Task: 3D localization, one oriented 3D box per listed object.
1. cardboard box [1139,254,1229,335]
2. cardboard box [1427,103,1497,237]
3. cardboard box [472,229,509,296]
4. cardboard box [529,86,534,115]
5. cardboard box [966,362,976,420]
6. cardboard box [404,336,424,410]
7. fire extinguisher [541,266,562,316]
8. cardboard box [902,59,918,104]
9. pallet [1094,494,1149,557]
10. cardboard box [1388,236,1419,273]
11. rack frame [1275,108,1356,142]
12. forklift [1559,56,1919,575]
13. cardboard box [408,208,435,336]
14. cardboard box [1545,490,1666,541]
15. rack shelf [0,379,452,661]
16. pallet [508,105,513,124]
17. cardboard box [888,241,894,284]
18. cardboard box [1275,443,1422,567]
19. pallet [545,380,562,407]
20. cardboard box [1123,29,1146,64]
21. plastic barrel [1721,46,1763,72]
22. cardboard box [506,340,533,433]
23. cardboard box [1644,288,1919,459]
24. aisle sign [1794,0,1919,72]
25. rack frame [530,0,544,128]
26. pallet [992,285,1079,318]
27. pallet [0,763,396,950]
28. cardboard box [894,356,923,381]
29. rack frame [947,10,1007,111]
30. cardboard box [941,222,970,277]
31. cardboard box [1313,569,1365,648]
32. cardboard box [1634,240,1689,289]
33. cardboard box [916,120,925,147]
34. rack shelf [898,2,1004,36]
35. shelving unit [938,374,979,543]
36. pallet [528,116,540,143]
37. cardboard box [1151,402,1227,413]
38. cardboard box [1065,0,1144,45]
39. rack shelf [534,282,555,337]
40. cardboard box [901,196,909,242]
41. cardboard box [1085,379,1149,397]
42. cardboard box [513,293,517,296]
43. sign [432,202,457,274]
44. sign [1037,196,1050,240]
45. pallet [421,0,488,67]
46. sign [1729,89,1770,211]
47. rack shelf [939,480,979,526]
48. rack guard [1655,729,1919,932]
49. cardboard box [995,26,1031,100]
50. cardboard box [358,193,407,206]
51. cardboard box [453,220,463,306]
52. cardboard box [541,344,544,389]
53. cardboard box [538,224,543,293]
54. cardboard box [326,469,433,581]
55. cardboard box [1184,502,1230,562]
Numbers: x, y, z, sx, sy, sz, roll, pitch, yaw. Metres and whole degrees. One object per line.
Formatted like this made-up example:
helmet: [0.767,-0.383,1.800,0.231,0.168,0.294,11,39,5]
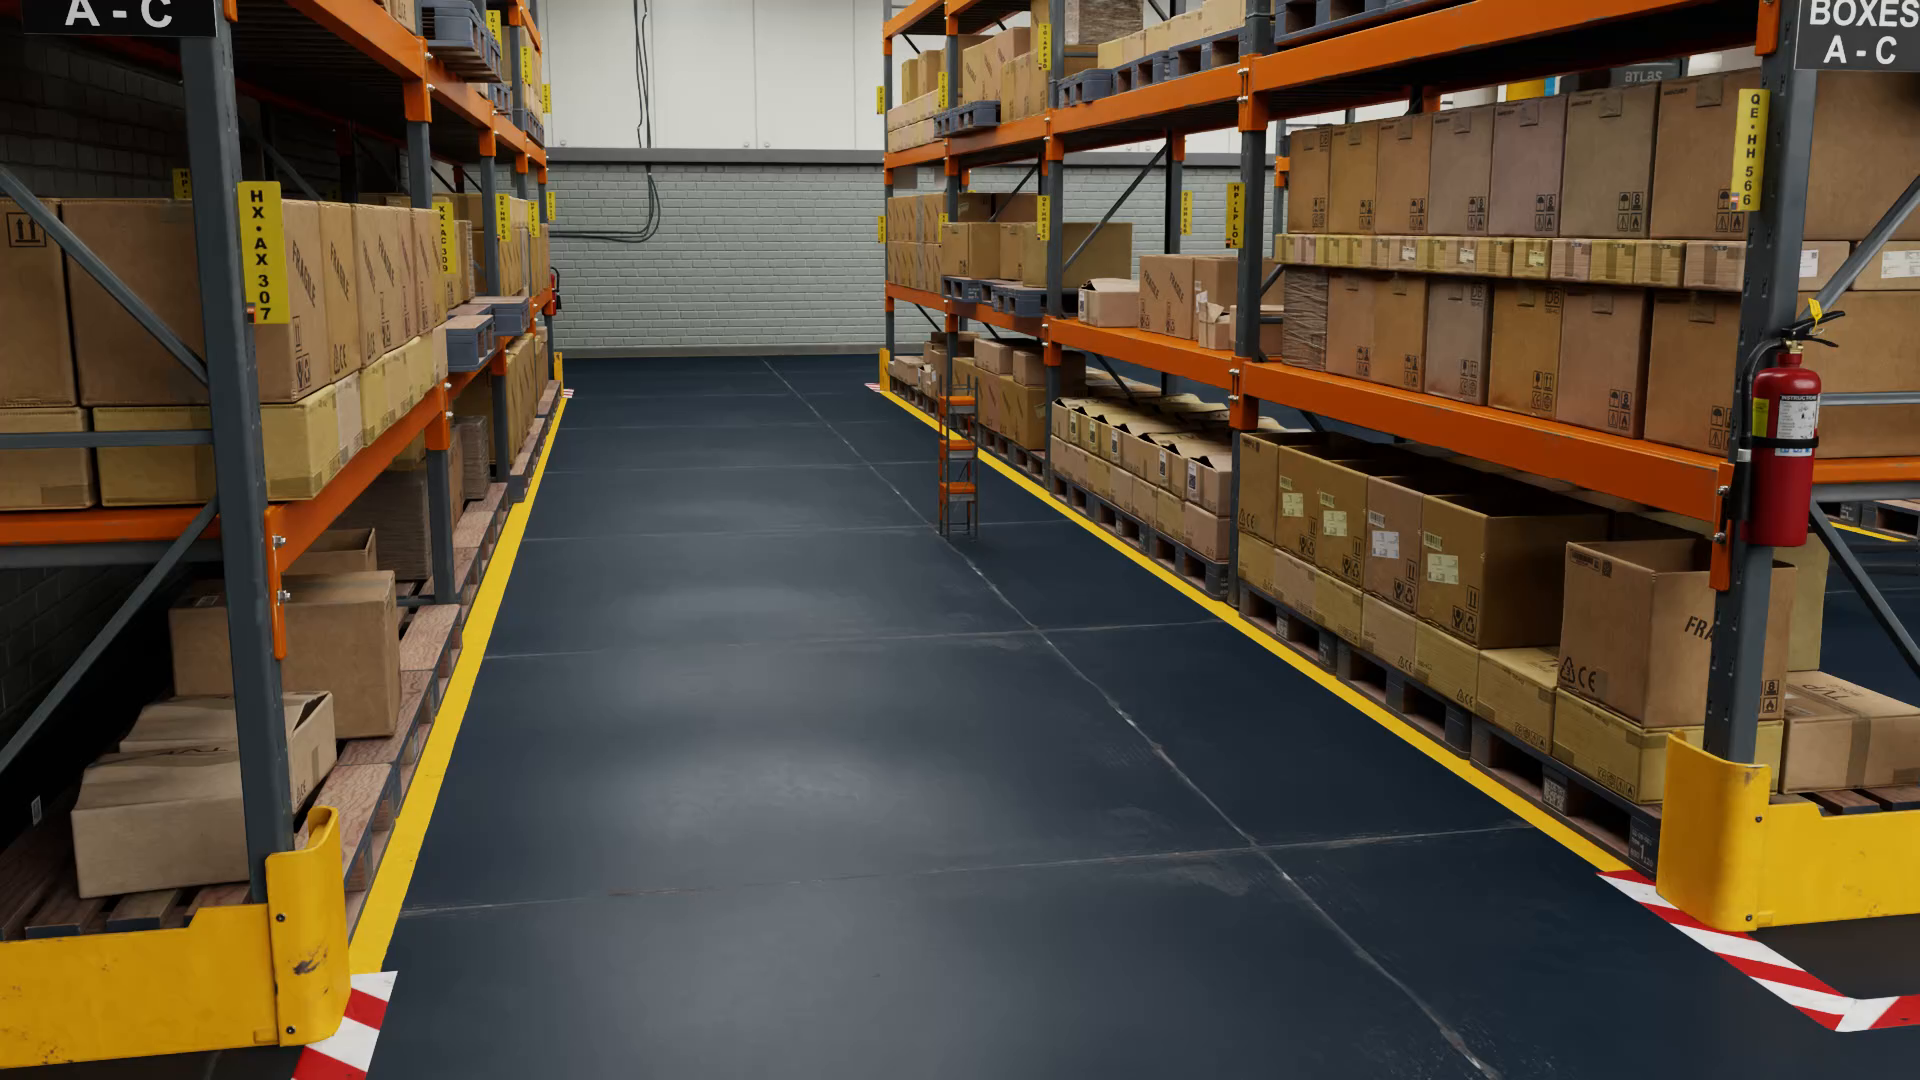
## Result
cardboard box: [1.493,-1.611,10.873,0.500,0.500,0.500,-3,11,-14]
cardboard box: [2.314,-1.465,6.634,0.700,0.500,0.500,-2,11,-11]
cardboard box: [-3.551,-1.992,12.024,0.500,0.500,0.500,-2,11,-9]
cardboard box: [-4.447,-4.308,16.295,0.500,0.250,0.500,-2,11,-12]
cardboard box: [0.342,-1.396,15.518,0.500,0.500,0.500,-2,11,-10]
cardboard box: [-2.339,-0.632,6.342,0.500,0.250,0.500,-2,11,-11]
fire extinguisher: [-4.840,-2.979,19.530,0.296,0.674,0.183,-2,11,-11]
cardboard box: [-0.275,-5.162,18.832,0.700,0.500,0.500,-2,11,-11]
pallet: [1.506,-0.124,10.783,1.003,0.211,1.213,-2,11,-11]
cardboard box: [2.046,-1.211,7.035,0.380,0.149,0.250,-2,11,-13]
rack frame: [4.454,-6.463,20.587,1.000,3.000,0.127,-2,11,-11]
forklift: [4.066,-1.168,8.994,3.031,2.935,1.130,1,11,7]
cardboard box: [-2.432,-1.093,6.757,0.500,0.500,0.500,-2,11,-11]
cardboard box: [2.612,0.085,6.455,0.500,0.500,0.500,-2,11,-11]
rack shelf: [-2.541,-0.235,5.832,1.077,0.370,4.000,-2,11,-11]
pallet: [-4.259,-3.635,14.264,0.805,0.209,1.217,-3,11,-13]
cardboard box: [-0.578,-3.295,19.717,0.500,0.500,0.500,-2,11,-10]
cardboard box: [1.817,-0.172,7.802,0.500,0.500,0.500,-2,11,-11]
pallet: [-5.031,-1.642,18.760,1.003,0.211,1.213,-2,11,-11]
cardboard box: [1.414,-3.299,11.262,0.500,0.250,0.500,-2,11,-9]
plastic barrel: [5.957,-3.610,12.279,0.600,0.901,0.600,0,11,0]
cardboard box: [-4.056,-1.295,14.105,0.750,0.750,0.750,-2,11,-9]
cardboard box: [2.628,-0.537,5.230,0.700,0.500,0.500,-2,11,-11]
aisle sign: [2.431,-1.657,4.425,0.394,0.787,0.004,-2,11,-11]
rack frame: [-5.264,-6.103,18.694,1.000,3.000,0.127,-2,11,-11]
pallet: [0.950,-1.897,13.154,1.213,0.211,1.003,-2,11,-11]
pallet: [-2.290,0.984,4.961,1.003,0.211,1.213,-2,11,-11]
cardboard box: [-0.481,-2.000,19.361,0.500,0.250,0.500,-2,11,-11]
rack frame: [0.373,-5.550,15.789,1.000,3.000,0.127,-2,11,-11]
cardboard box: [0.245,-2.763,15.803,0.700,0.500,0.500,-6,12,-30]
cardboard box: [1.906,0.289,7.389,0.500,0.250,0.500,-2,11,-11]
cardboard box: [2.393,-0.881,5.301,0.380,0.149,0.250,-2,11,-10]
cardboard box: [-0.175,-4.266,17.466,0.500,0.250,0.500,-2,11,-11]
rack shelf: [-0.016,-5.632,17.771,0.831,0.071,3.687,-2,11,-11]
shelving unit: [-0.010,-0.526,10.650,0.215,1.050,0.252,-2,11,-11]
pallet: [-4.868,-4.226,17.092,1.003,0.211,1.213,-2,11,-11]
cardboard box: [1.602,-0.818,11.704,0.500,0.311,0.500,-2,11,-12]
cardboard box: [1.072,-3.964,12.534,0.500,0.500,0.500,-2,11,-11]
rack shelf: [-4.875,-2.436,17.395,1.077,0.370,4.000,-2,11,-11]
cardboard box: [-0.376,-3.598,18.639,0.500,0.500,0.500,-2,11,-10]
cardboard box: [1.235,-1.047,13.685,0.500,0.500,0.500,-3,11,-13]
cardboard box: [-3.972,-2.069,14.162,0.380,0.149,0.250,-2,11,-11]
sign: [-2.399,-1.401,7.722,0.100,0.325,0.005,-2,11,-11]
sign: [0.620,-2.378,12.282,0.100,0.325,0.005,-2,11,-11]
pallet: [-2.945,-2.453,8.044,1.213,0.211,1.003,-2,11,-11]
sign: [2.172,-1.070,4.566,0.100,0.325,0.005,-2,11,-11]
rack shelf: [-0.010,-0.242,10.704,0.215,0.259,0.240,-2,11,-11]
rack guard: [2.711,0.830,4.998,1.175,0.500,0.348,-2,11,-11]
cardboard box: [0.660,-4.042,14.228,0.600,0.600,0.600,-3,11,-13]
cardboard box: [-4.050,-2.336,11.824,0.500,0.250,0.500,-2,11,-9]
cardboard box: [-3.342,-1.640,9.848,0.700,0.500,0.500,-2,11,-11]
cardboard box: [-4.834,-1.825,17.827,0.700,0.500,0.500,-2,11,-13]
cardboard box: [-4.863,-2.937,17.302,0.980,0.700,0.700,-3,11,-14]
cardboard box: [-3.089,-0.078,8.590,0.700,0.500,0.500,-2,11,-9]
cardboard box: [1.564,-0.057,9.204,0.500,0.250,0.500,-2,11,-12]
